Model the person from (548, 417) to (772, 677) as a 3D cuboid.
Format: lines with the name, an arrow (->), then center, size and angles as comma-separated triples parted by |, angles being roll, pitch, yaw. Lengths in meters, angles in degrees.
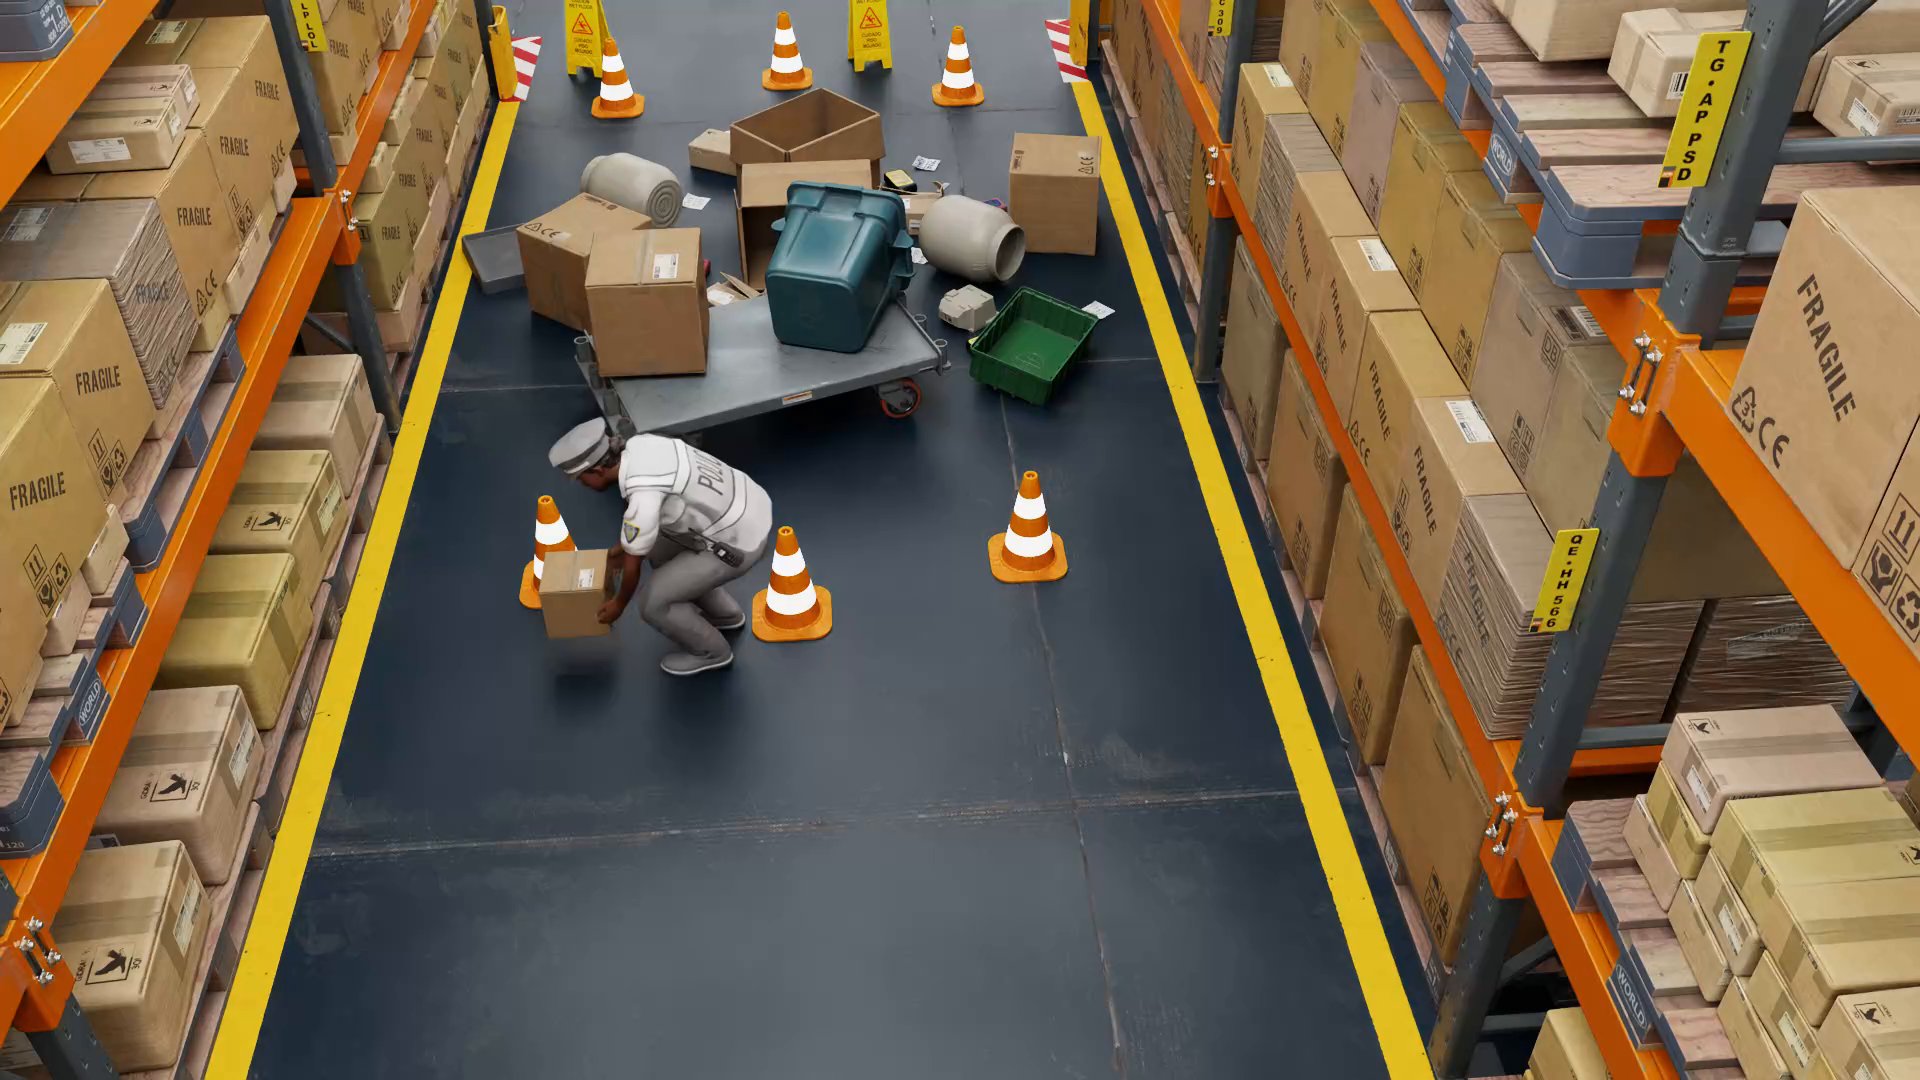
person -> -1.134, 0.015, 6.530 | 0.804, 1.170, 0.499 | -3, 39, -4
